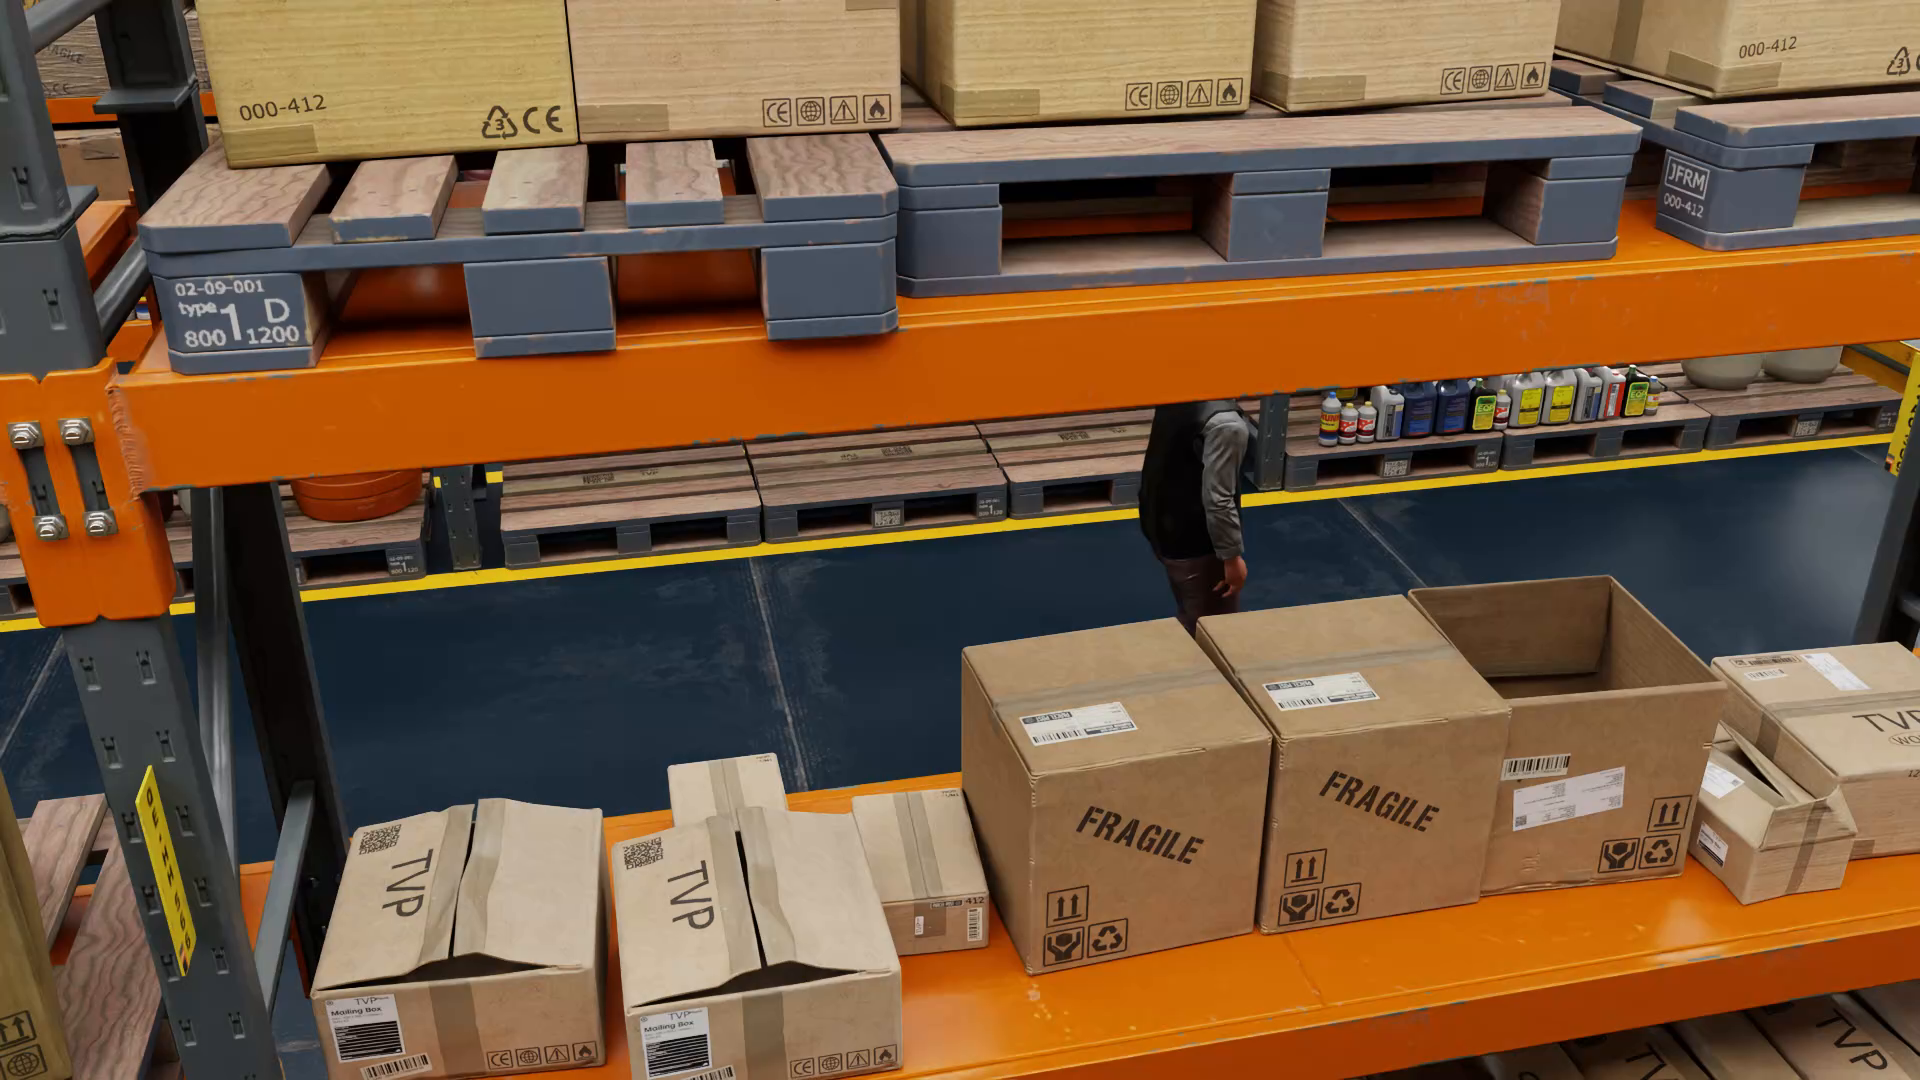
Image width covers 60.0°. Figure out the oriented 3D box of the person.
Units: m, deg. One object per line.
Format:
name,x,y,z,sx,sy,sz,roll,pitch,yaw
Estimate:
person,0.897,-0.007,6.156,0.463,1.721,0.580,-6,27,-11
